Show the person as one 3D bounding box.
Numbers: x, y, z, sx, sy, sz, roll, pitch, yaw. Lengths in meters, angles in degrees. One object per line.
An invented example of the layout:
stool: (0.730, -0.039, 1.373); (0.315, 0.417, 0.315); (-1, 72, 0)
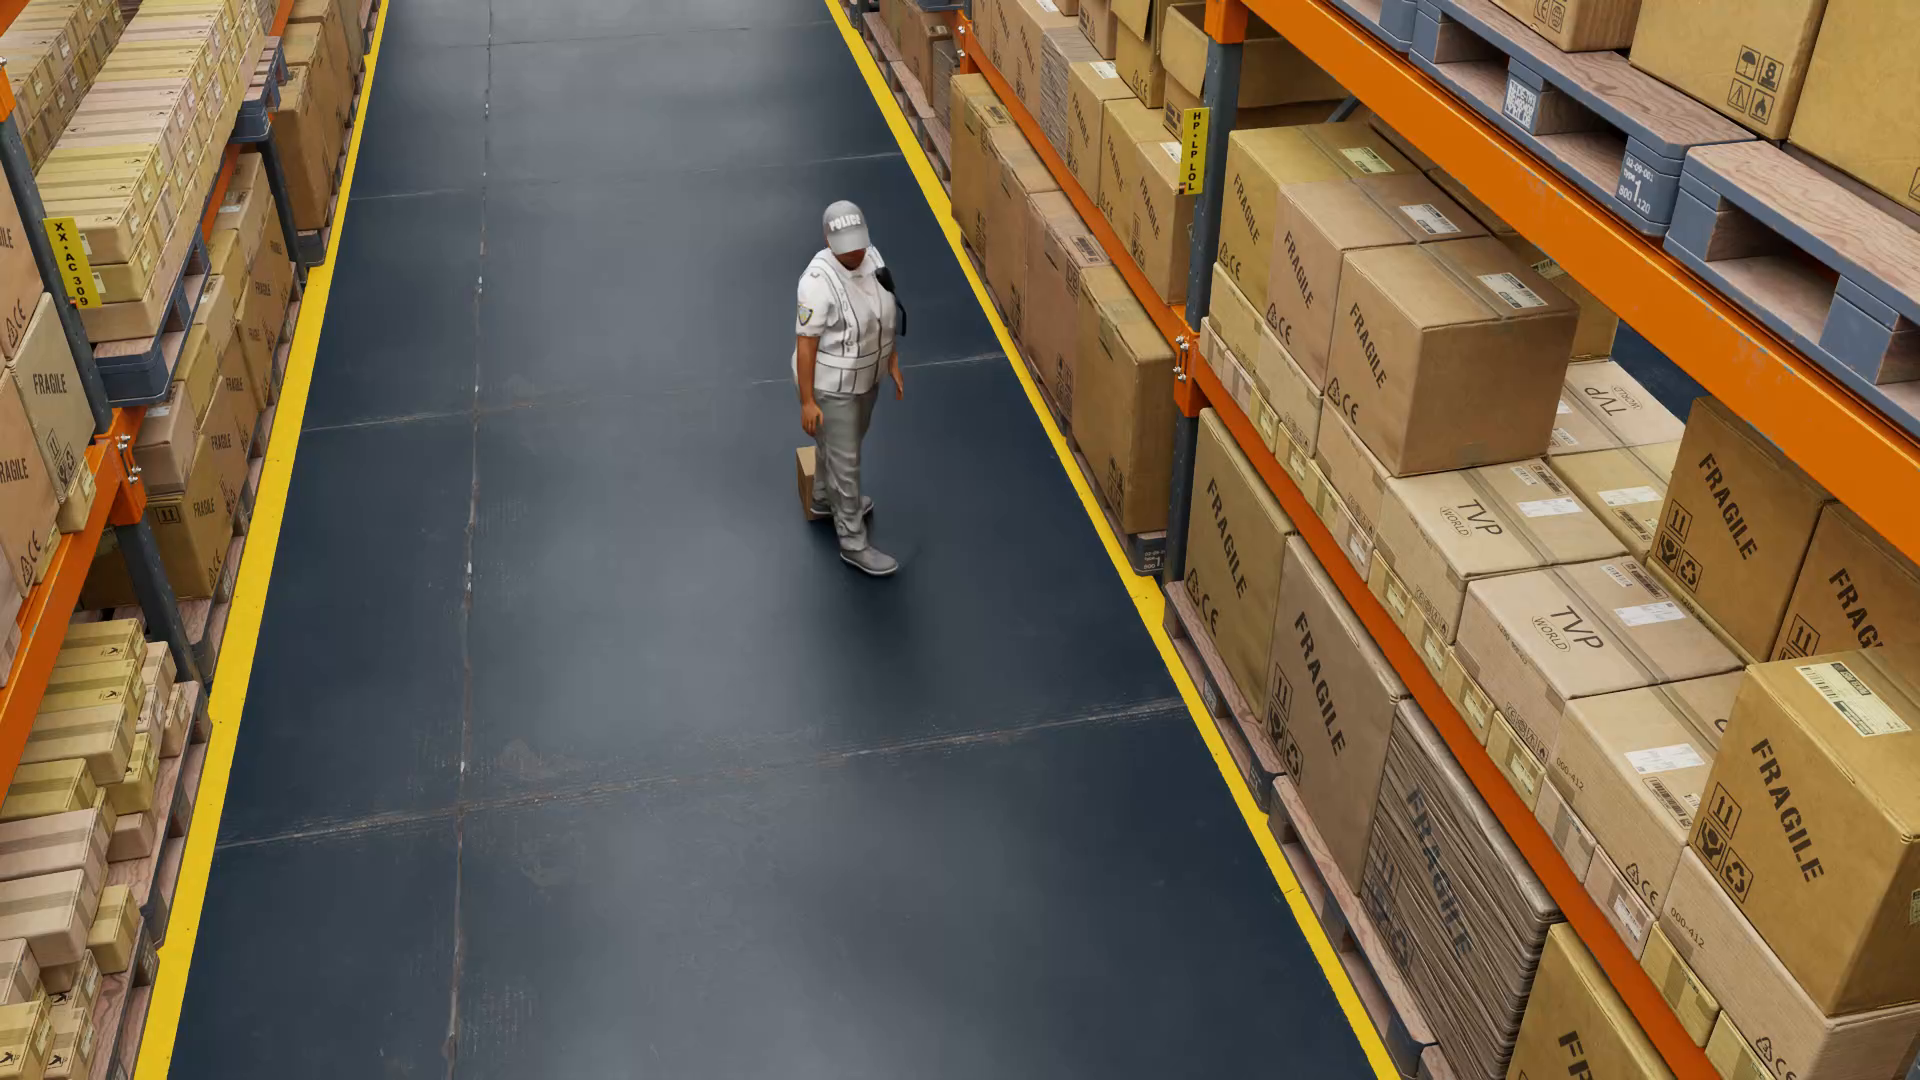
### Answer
person: (-0.469, -0.678, 7.095); (0.624, 1.646, 0.560); (19, 39, 25)
